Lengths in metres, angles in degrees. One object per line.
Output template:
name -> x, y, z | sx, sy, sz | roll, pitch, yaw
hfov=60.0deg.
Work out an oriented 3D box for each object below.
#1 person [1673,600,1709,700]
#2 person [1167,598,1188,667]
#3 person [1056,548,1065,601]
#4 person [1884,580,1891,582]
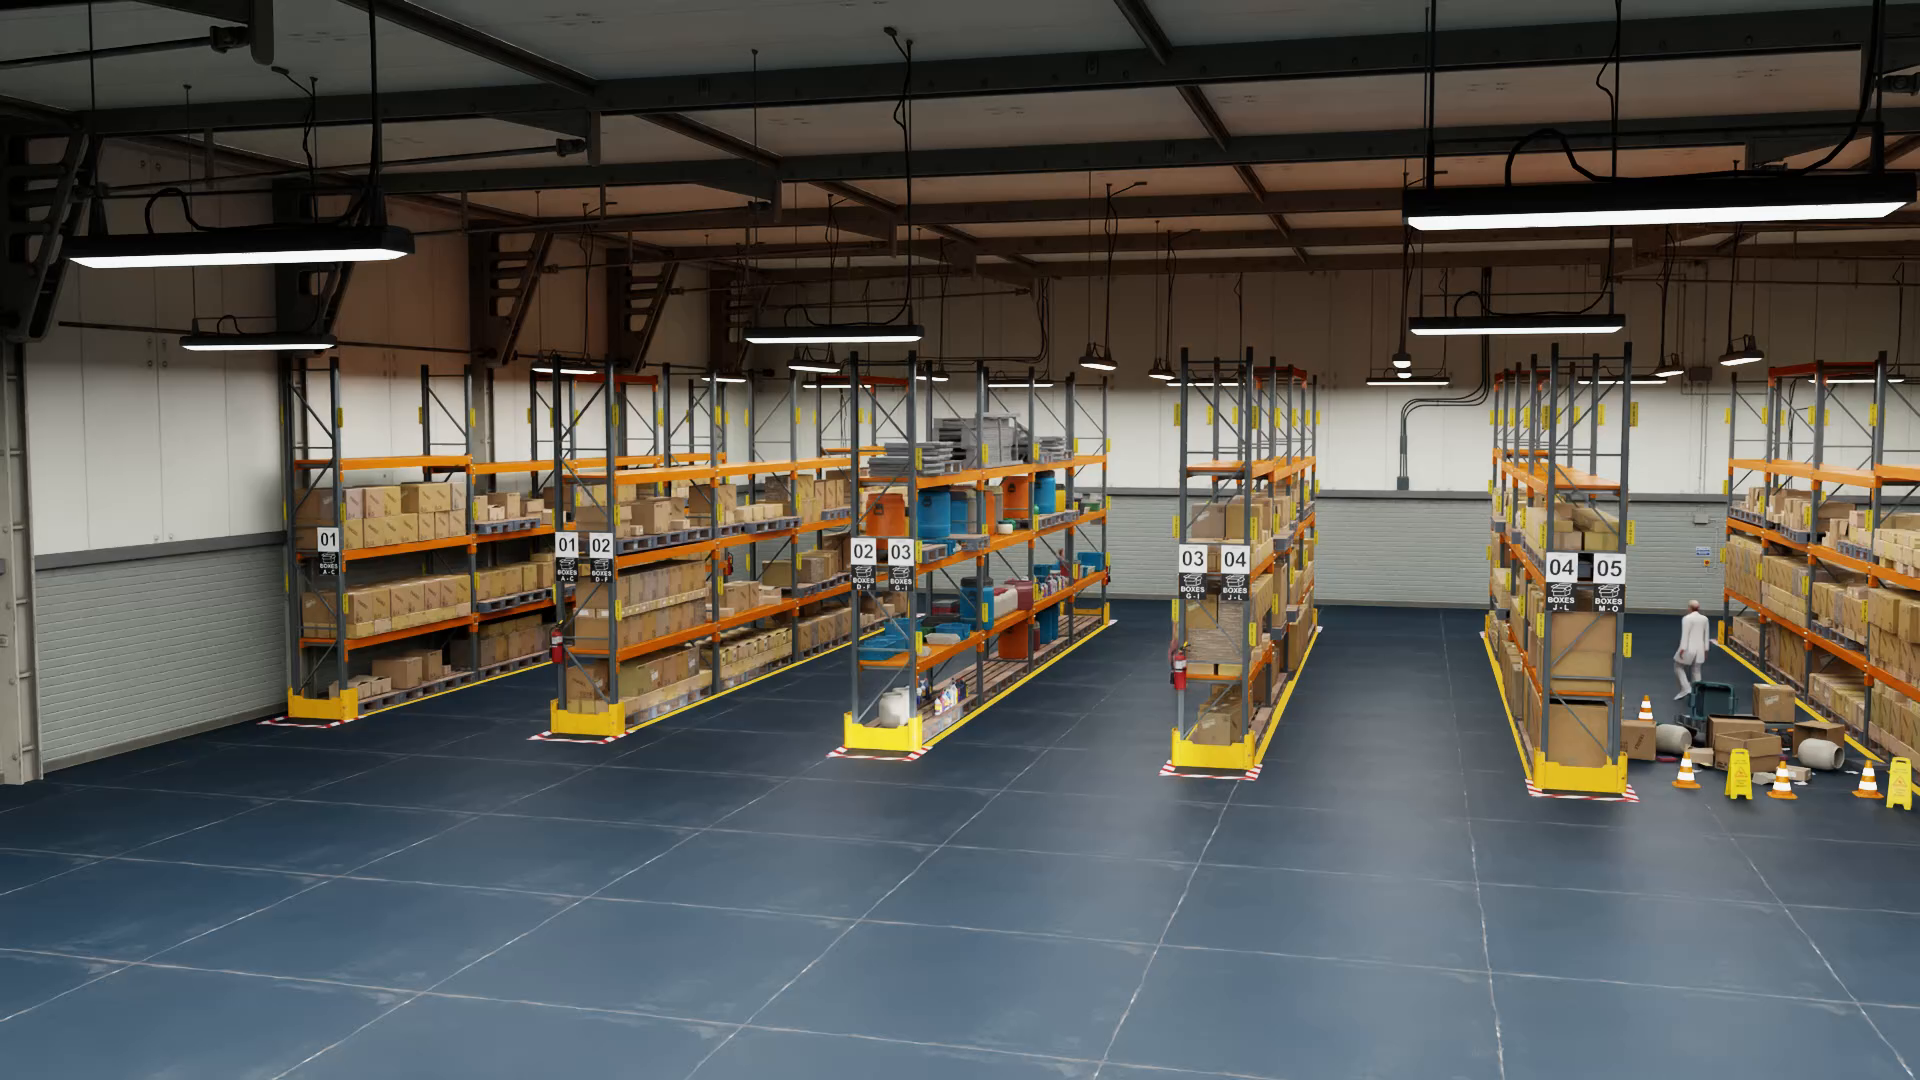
person -> 12.957, 1.956, 29.406 | 0.619, 1.789, 0.485 | -1, 4, -8
person -> 4.183, 1.875, 31.247 | 0.497, 1.670, 0.465 | -1, 4, -17
person -> 2.652, 0.991, 43.779 | 0.792, 1.562, 0.405 | 3, 5, 32
person -> 18.432, 1.685, 33.011 | 0.602, 1.791, 0.467 | -1, 4, -14
